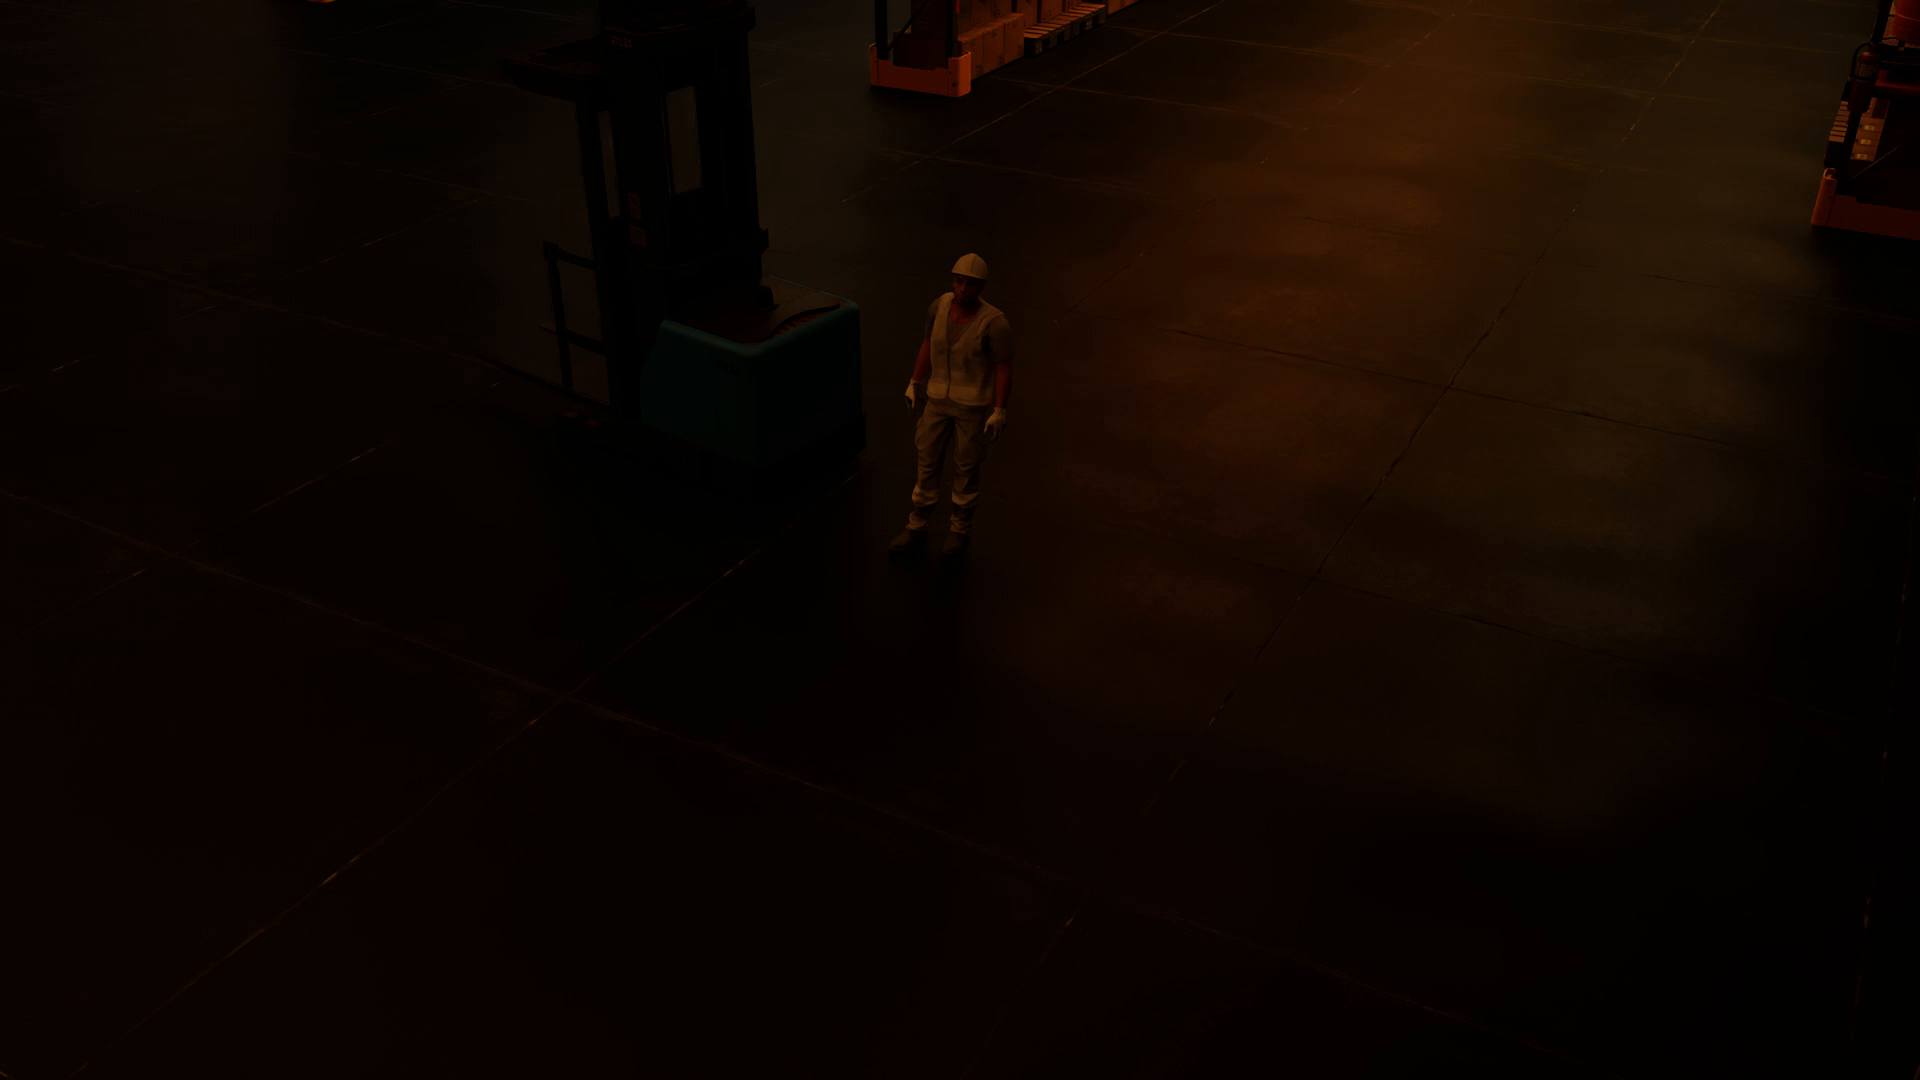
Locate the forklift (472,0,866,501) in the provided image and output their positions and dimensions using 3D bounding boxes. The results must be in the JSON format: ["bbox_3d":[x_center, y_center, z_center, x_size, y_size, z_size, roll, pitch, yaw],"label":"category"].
[{"bbox_3d":[-2.092,-2.098,10.705,3.031,2.935,1.130,21,36,32],"label":"forklift"}]

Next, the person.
[{"bbox_3d":[-0.048,-0.748,9.495,0.638,1.789,0.562,15,33,25],"label":"person"}]
